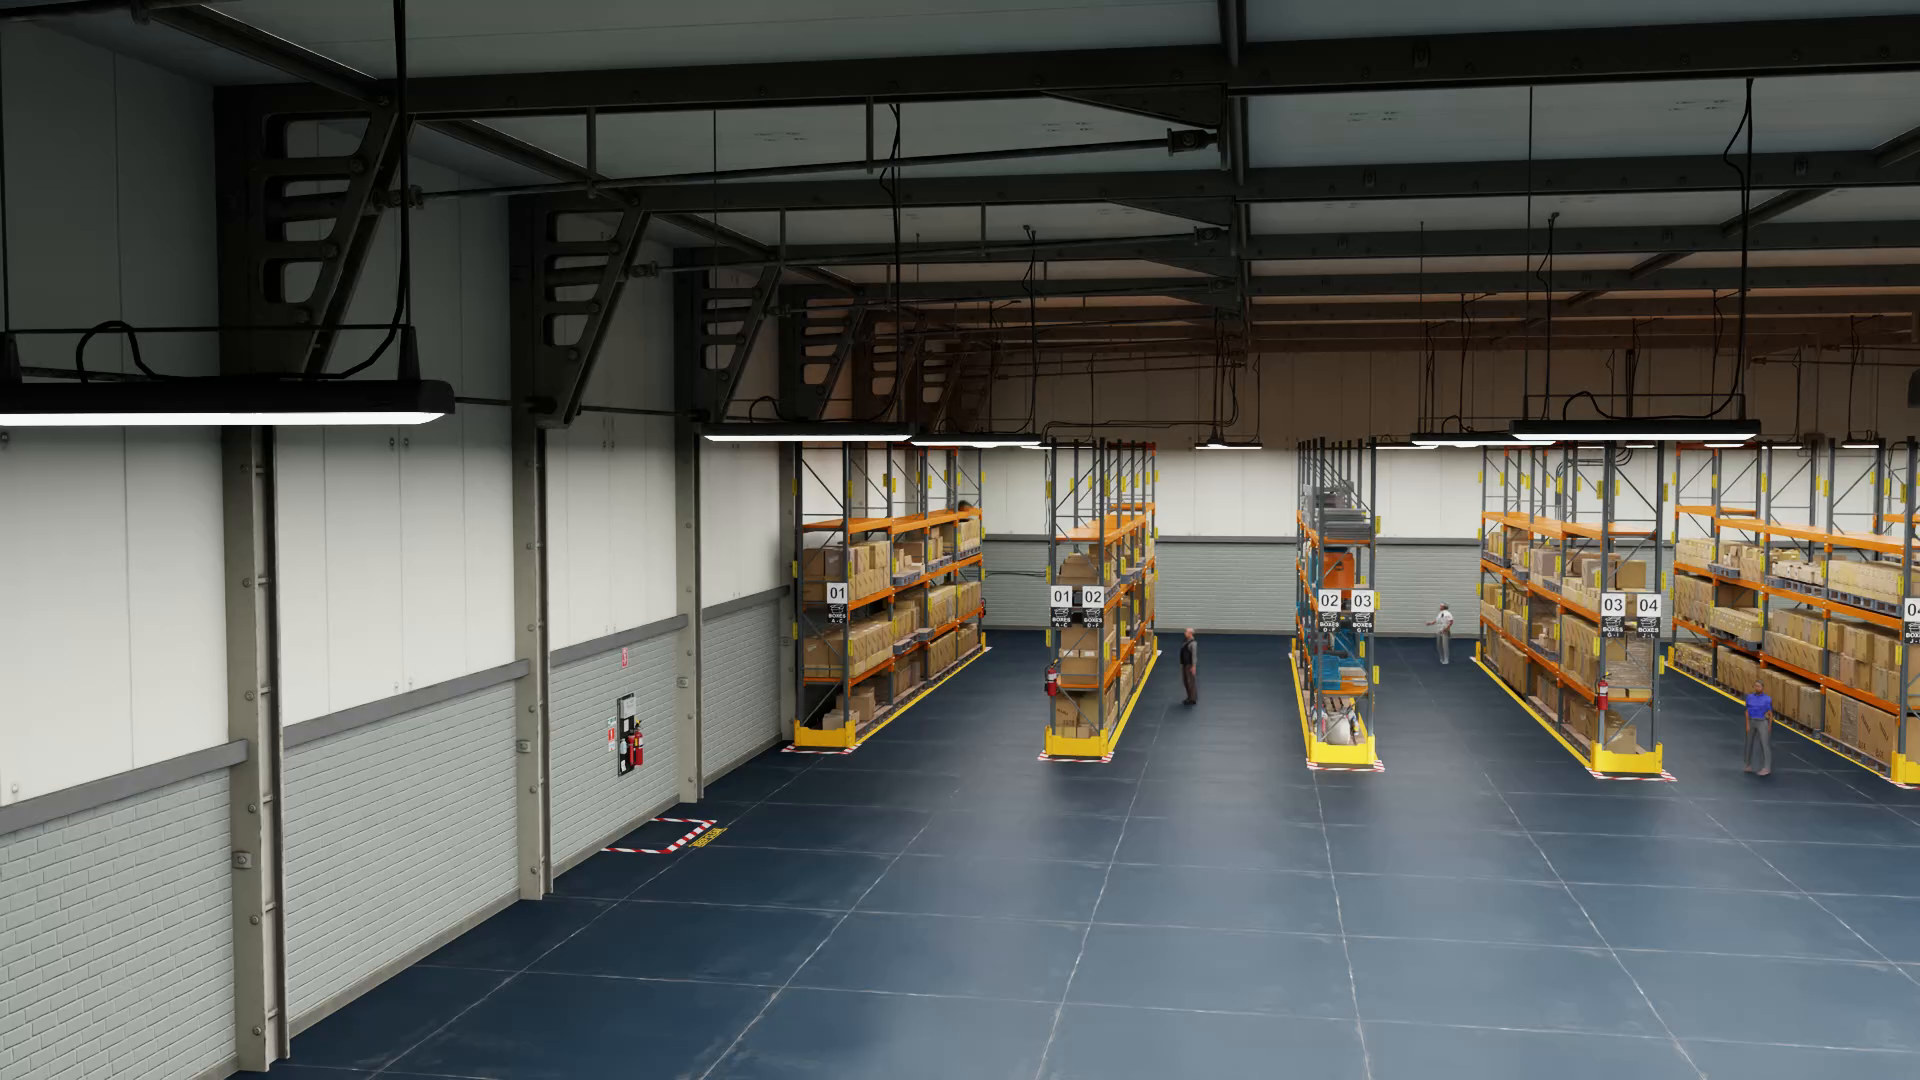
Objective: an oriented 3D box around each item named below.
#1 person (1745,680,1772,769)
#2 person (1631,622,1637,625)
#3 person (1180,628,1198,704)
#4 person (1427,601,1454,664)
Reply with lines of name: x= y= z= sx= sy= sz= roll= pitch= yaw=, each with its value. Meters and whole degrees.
person: x=14.223 y=3.284 z=29.657 sx=0.466 sy=1.590 sz=0.401 roll=3 pitch=4 yaw=43
person: x=18.417 y=2.411 z=45.507 sx=0.611 sy=1.770 sz=0.355 roll=-2 pitch=4 yaw=-35
person: x=5.211 y=2.862 z=37.787 sx=0.376 sy=1.729 sz=0.618 roll=-1 pitch=3 yaw=-11
person: x=13.075 y=2.517 z=45.180 sx=0.601 sy=1.712 sz=0.672 roll=-1 pitch=3 yaw=-19
